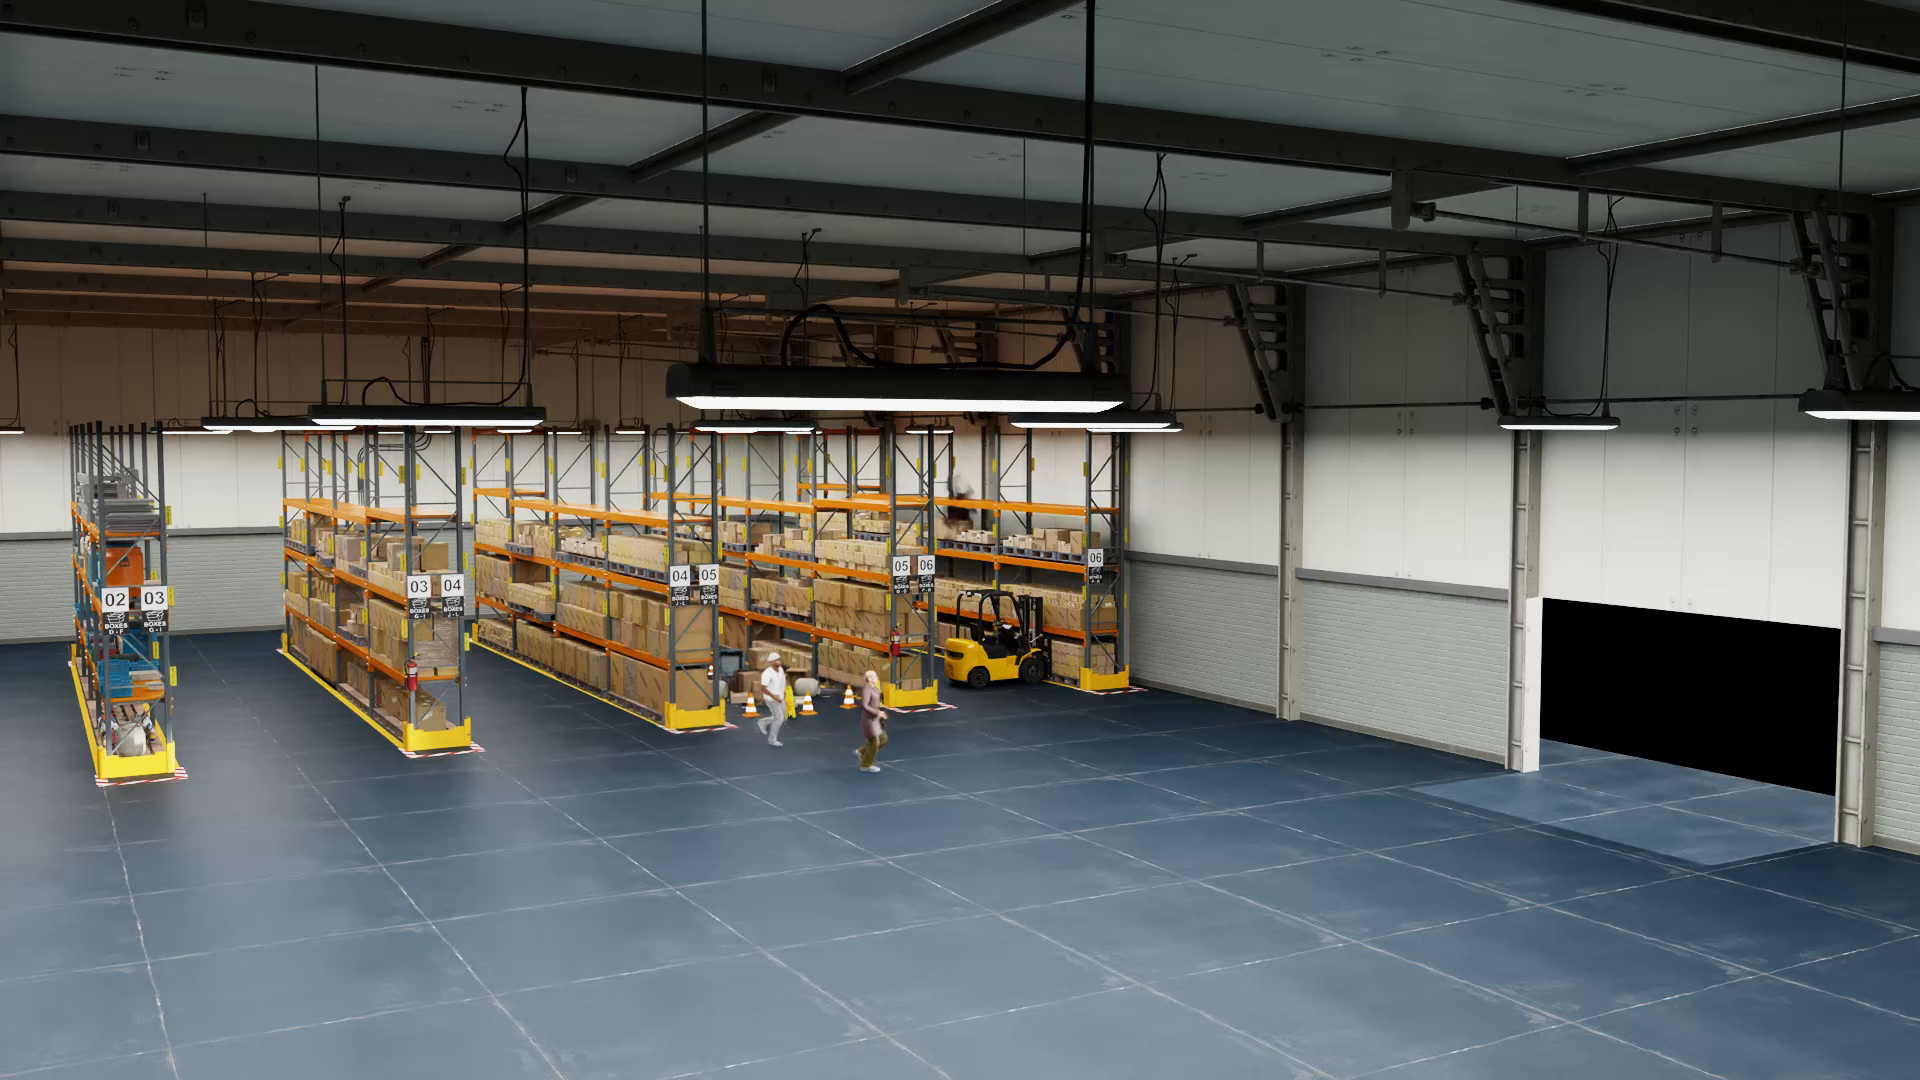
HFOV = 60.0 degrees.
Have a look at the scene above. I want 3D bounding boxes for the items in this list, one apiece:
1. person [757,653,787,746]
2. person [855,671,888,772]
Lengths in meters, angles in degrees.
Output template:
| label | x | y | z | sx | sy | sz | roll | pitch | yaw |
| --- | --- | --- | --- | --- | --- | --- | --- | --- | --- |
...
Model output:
| label | x | y | z | sx | sy | sz | roll | pitch | yaw |
| --- | --- | --- | --- | --- | --- | --- | --- | --- | --- |
| person | -3.502 | 2.954 | 30.967 | 0.654 | 1.738 | 0.716 | 2 | 4 | 24 |
| person | -1.513 | 3.096 | 28.396 | 0.630 | 1.743 | 0.716 | 1 | 4 | 8 |
